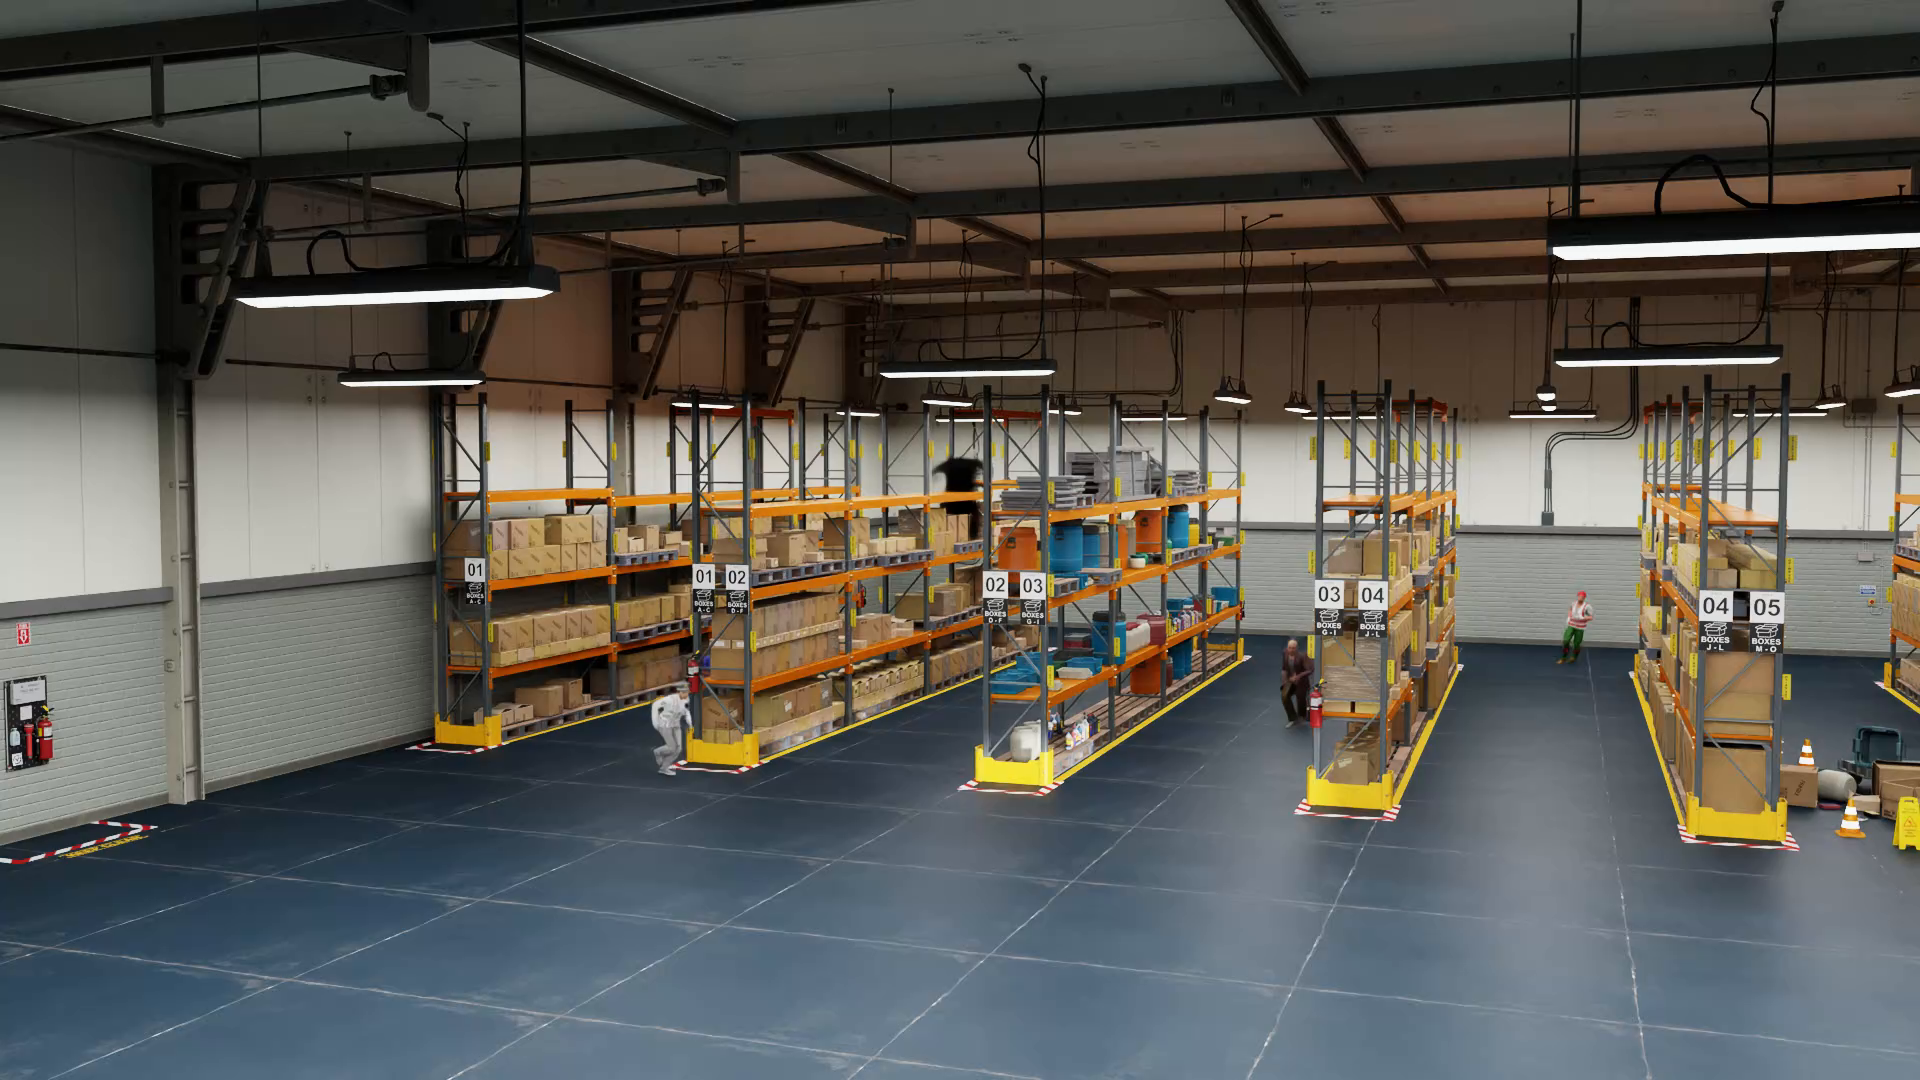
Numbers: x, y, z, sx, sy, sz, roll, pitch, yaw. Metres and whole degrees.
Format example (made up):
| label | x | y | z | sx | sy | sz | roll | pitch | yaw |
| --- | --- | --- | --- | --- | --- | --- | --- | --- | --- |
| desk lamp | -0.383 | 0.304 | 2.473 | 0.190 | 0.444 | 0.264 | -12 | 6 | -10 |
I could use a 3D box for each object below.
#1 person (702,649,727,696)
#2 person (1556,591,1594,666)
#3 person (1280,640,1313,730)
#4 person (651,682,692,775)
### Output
| label | x | y | z | sx | sy | sz | roll | pitch | yaw |
| --- | --- | --- | --- | --- | --- | --- | --- | --- | --- |
| person | -4.363 | 2.617 | 29.933 | 0.578 | 1.621 | 0.943 | 0 | 3 | 3 |
| person | 14.462 | 2.061 | 38.941 | 0.765 | 1.754 | 0.770 | 2 | 4 | 38 |
| person | 6.115 | 2.574 | 30.071 | 0.712 | 1.619 | 1.157 | 2 | 4 | 31 |
| person | -4.466 | 2.908 | 25.609 | 0.793 | 1.483 | 0.637 | 3 | 4 | 41 |
